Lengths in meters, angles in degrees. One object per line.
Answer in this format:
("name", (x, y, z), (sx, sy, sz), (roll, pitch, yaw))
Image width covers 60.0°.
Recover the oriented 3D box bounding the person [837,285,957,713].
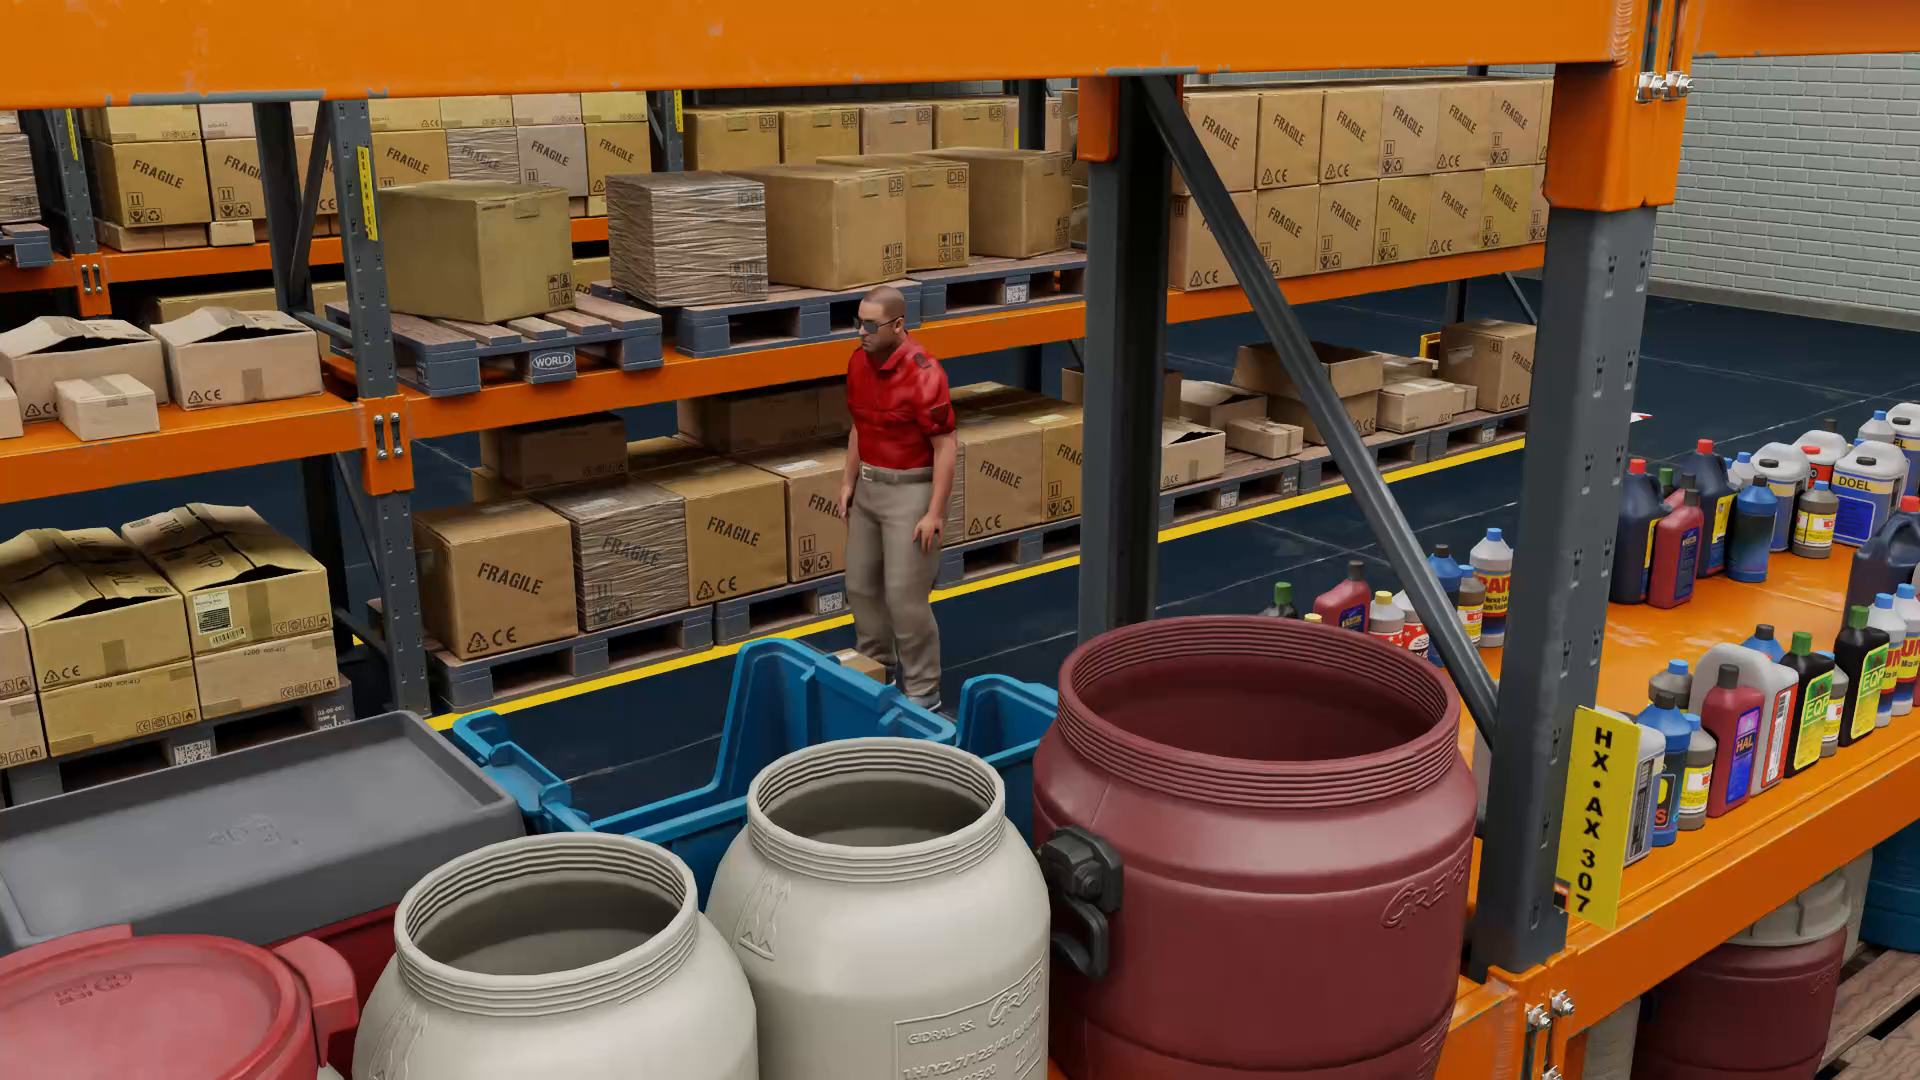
("person", (-0.265, -0.145, 6.531), (0.394, 1.726, 0.604), (-15, 23, -39))
